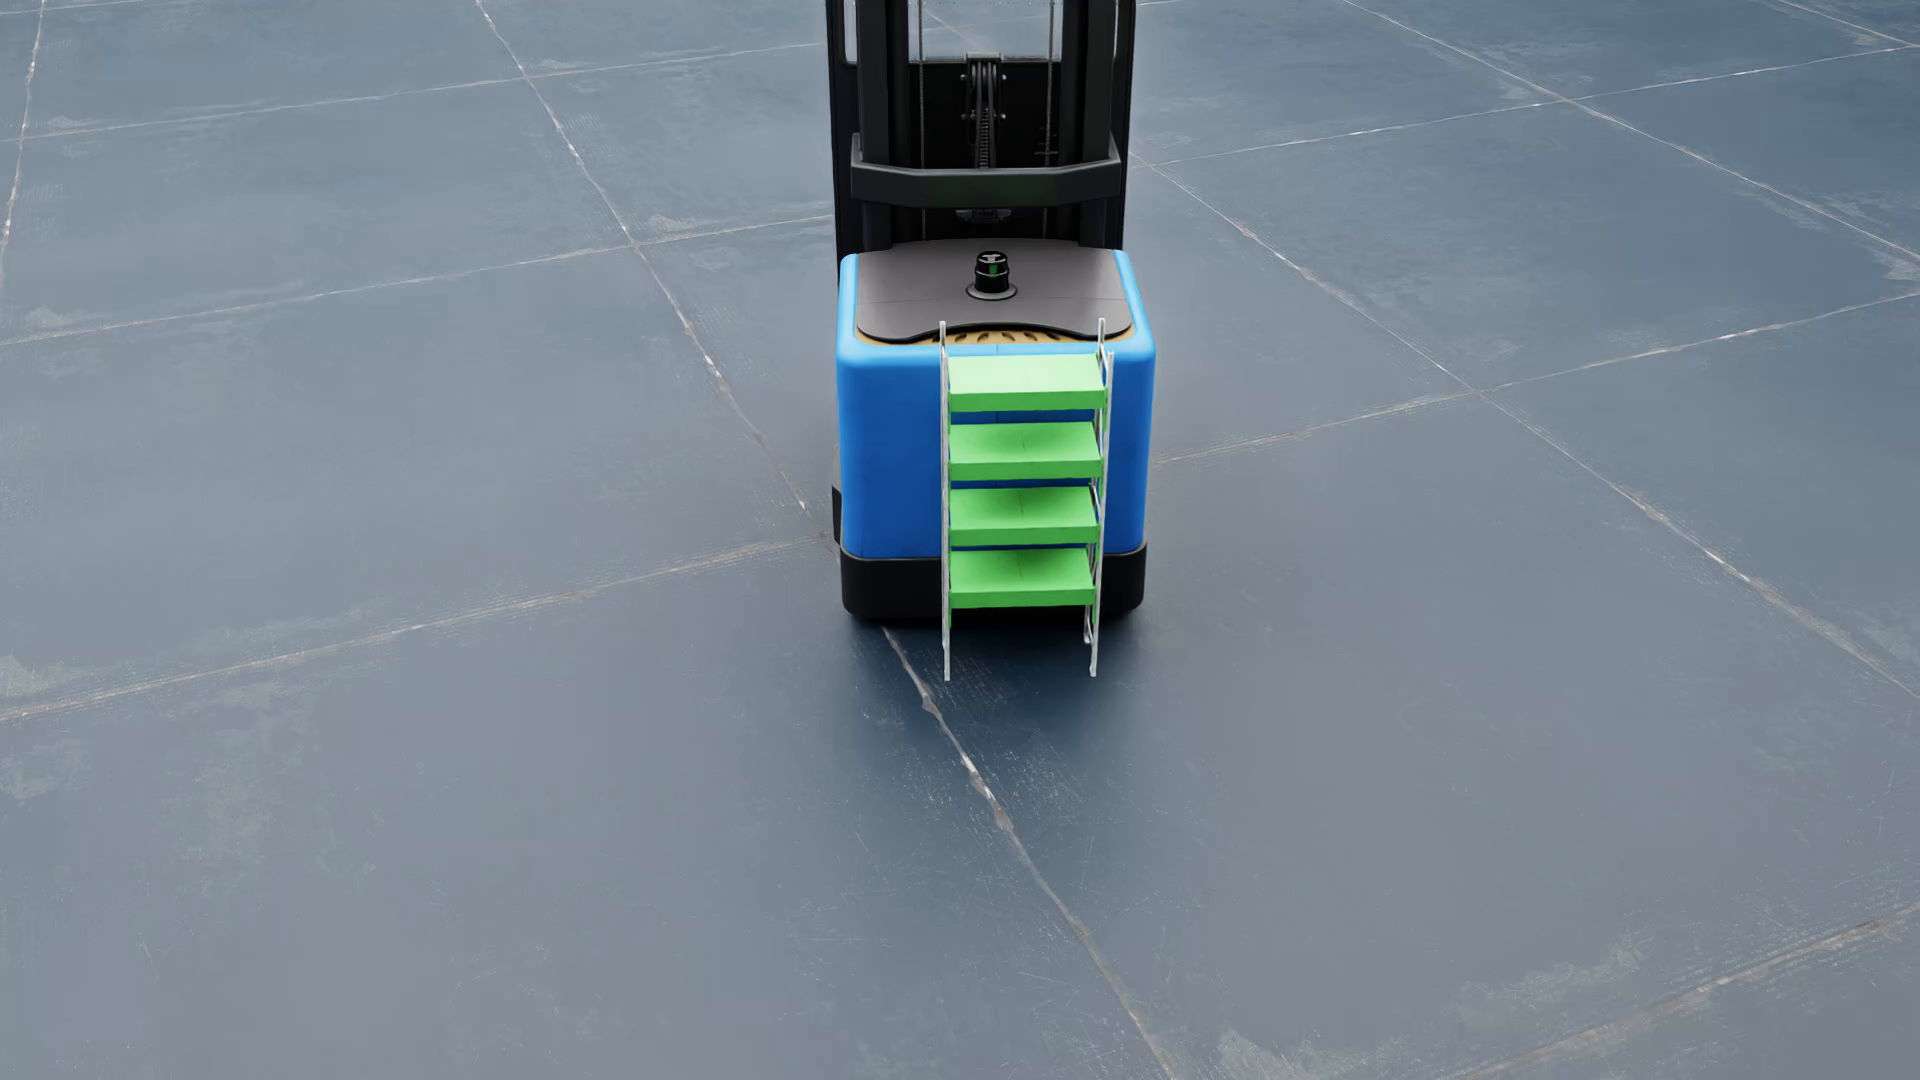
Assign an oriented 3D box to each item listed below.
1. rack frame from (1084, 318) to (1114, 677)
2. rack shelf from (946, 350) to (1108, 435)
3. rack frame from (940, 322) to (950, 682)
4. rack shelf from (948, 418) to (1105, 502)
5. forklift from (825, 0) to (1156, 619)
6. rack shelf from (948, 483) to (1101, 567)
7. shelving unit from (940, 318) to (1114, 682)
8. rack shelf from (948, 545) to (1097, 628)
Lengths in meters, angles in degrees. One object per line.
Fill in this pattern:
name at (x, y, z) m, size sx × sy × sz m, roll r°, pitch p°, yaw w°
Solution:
rack frame at (0.440, -0.110, 5.319) m, size 0.015 × 1.200 × 0.240 m, roll -1°, pitch 33°, yaw -2°
rack shelf at (0.197, -0.453, 5.083) m, size 0.480 × 0.148 × 0.258 m, roll -1°, pitch 33°, yaw -2°
rack frame at (-0.047, -0.098, 5.300) m, size 0.015 × 1.200 × 0.240 m, roll -1°, pitch 33°, yaw -2°
rack shelf at (0.197, -0.252, 5.214) m, size 0.480 × 0.148 × 0.258 m, roll -1°, pitch 33°, yaw -2°
forklift at (0.063, -1.732, 6.225) m, size 1.130 × 2.935 × 3.031 m, roll -1°, pitch 33°, yaw -2°
rack shelf at (0.197, -0.050, 5.345) m, size 0.480 × 0.148 × 0.258 m, roll -1°, pitch 33°, yaw -2°
shelving unit at (0.197, -0.104, 5.310) m, size 0.503 × 1.200 × 0.258 m, roll -1°, pitch 33°, yaw -2°
rack shelf at (0.197, 0.151, 5.475) m, size 0.480 × 0.148 × 0.258 m, roll -1°, pitch 33°, yaw -2°
